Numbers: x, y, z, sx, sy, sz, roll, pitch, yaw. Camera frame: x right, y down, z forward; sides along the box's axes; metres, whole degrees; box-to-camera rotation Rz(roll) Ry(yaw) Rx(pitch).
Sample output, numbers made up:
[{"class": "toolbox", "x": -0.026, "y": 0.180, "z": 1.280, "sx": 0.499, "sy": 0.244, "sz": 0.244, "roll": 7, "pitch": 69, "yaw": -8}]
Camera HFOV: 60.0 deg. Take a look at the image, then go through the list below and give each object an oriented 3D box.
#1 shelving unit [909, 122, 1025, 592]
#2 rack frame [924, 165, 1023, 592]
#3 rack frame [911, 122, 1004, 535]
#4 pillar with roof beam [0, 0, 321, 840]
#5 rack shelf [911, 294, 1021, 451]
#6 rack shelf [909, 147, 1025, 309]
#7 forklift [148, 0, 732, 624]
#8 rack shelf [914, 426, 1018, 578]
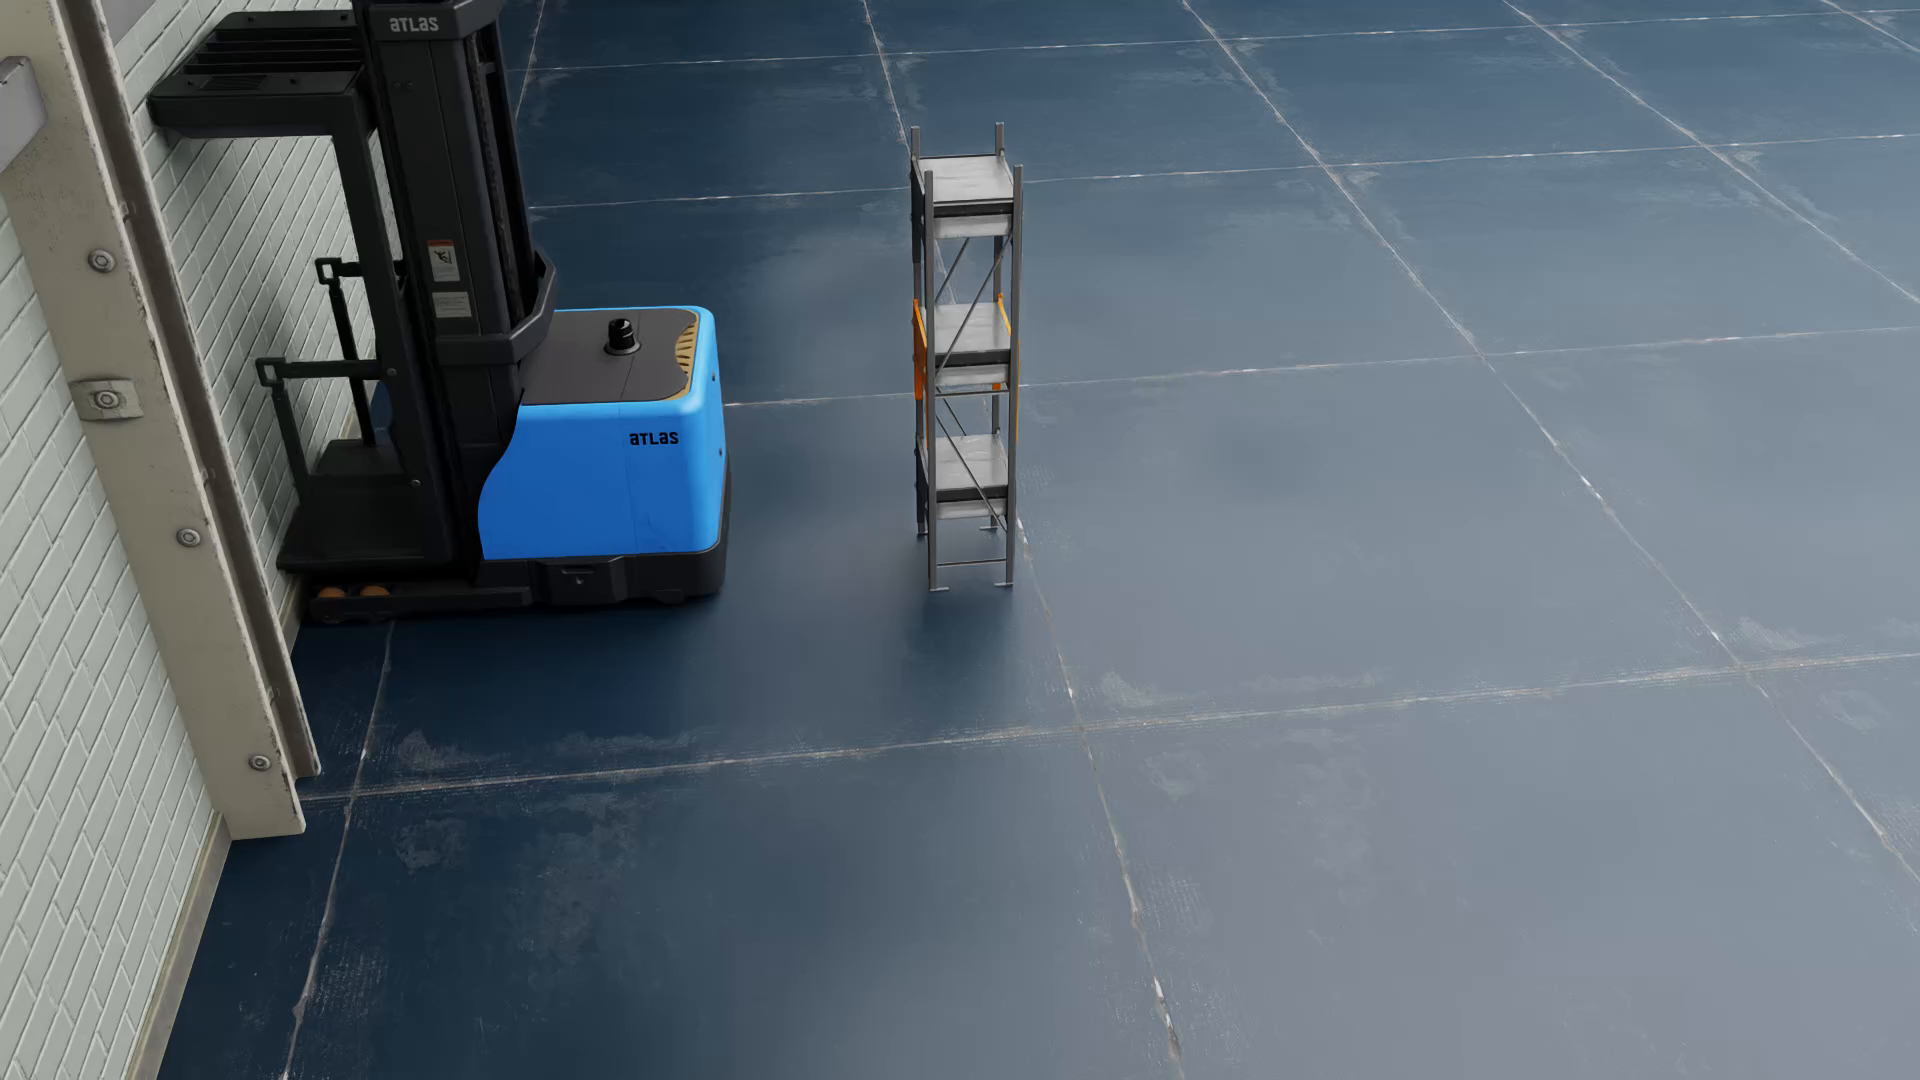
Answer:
[{"class": "shelving unit", "x": 0.022, "y": -0.775, "z": 7.523, "sx": 0.431, "sy": 2.100, "sz": 0.503, "roll": -4, "pitch": 35, "yaw": -6}, {"class": "rack frame", "x": 0.055, "y": -0.639, "z": 7.323, "sx": 0.400, "sy": 2.100, "sz": 0.015, "roll": -4, "pitch": 35, "yaw": -6}, {"class": "rack frame", "x": -0.011, "y": -0.911, "z": 7.723, "sx": 0.400, "sy": 2.100, "sz": 0.015, "roll": -4, "pitch": 35, "yaw": -6}, {"class": "pillar with roof beam", "x": 1.499, "y": -2.987, "z": 4.643, "sx": 9.100, "sy": 9.000, "sz": 0.400, "roll": -4, "pitch": 35, "yaw": -6}, {"class": "rack shelf", "x": 0.022, "y": -0.764, "z": 7.531, "sx": 0.431, "sy": 0.518, "sz": 0.480, "roll": -4, "pitch": 35, "yaw": -6}, {"class": "rack shelf", "x": 0.022, "y": -1.342, "z": 7.137, "sx": 0.431, "sy": 0.518, "sz": 0.480, "roll": -4, "pitch": 35, "yaw": -6}, {"class": "forklift", "x": -2.652, "y": -1.134, "z": 7.311, "sx": 3.031, "sy": 2.935, "sz": 1.130, "roll": -2, "pitch": 34, "yaw": -3}, {"class": "rack shelf", "x": 0.022, "y": -0.186, "z": 7.925, "sx": 0.431, "sy": 0.518, "sz": 0.480, "roll": -4, "pitch": 35, "yaw": -6}]
